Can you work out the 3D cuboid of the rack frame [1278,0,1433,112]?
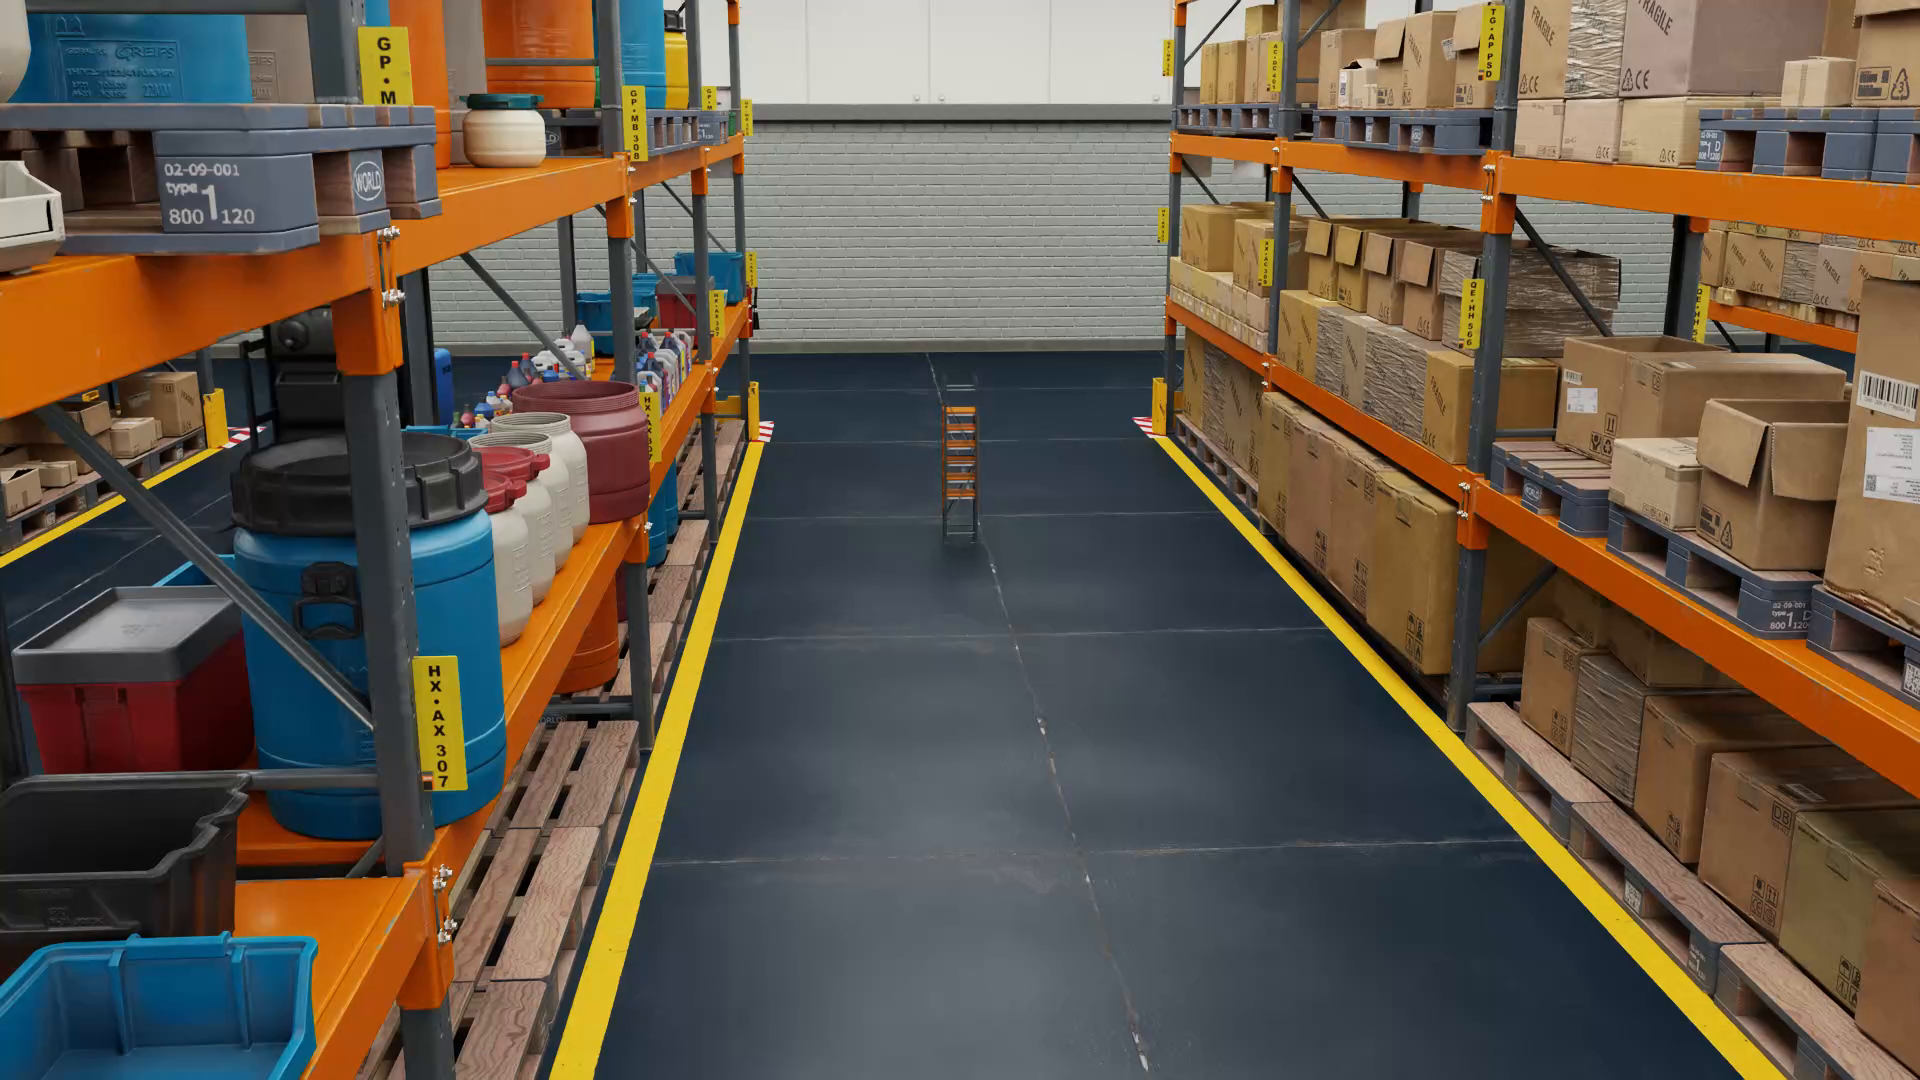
[{"bbox_3d":[2.706,-4.410,11.106,1.000,3.000,0.127,-1,14,-3],"label":"rack frame"}]

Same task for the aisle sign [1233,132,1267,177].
[{"bbox_3d":[2.753,-3.781,15.483,0.394,0.787,0.004,-1,14,-3],"label":"aisle sign"}]

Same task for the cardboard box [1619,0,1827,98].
[{"bbox_3d":[2.793,-1.881,6.092,0.500,0.500,0.500,-1,14,-5],"label":"cardboard box"}]

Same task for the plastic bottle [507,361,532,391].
[{"bbox_3d":[-2.479,-0.828,9.322,0.144,0.351,0.185,-1,14,-3],"label":"plastic bottle"}]

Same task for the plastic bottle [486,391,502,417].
[{"bbox_3d":[-2.467,-0.648,8.783,0.097,0.271,0.097,0,14,0],"label":"plastic bottle"}]

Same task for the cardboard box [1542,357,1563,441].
[{"bbox_3d":[3.196,-0.683,8.460,0.500,0.500,0.500,0,14,-2],"label":"cardboard box"}]

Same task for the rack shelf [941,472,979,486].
[{"bbox_3d":[0.001,-0.418,11.904,0.258,0.103,0.180,-1,14,-3],"label":"rack shelf"}]

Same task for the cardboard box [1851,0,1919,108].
[{"bbox_3d":[3.212,-1.573,5.052,0.797,0.503,0.637,0,14,-1],"label":"cardboard box"}]

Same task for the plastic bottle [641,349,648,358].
[{"bbox_3d":[-1.960,-1.050,10.344,0.097,0.271,0.097,0,14,0],"label":"plastic bottle"}]

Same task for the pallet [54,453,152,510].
[{"bbox_3d":[-7.301,-0.477,13.456,1.003,0.211,1.213,-1,14,-3],"label":"pallet"}]

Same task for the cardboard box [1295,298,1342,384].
[{"bbox_3d":[2.517,-1.309,10.895,0.500,0.500,0.500,-1,14,-3],"label":"cardboard box"}]

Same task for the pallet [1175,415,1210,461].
[{"bbox_3d":[2.586,-0.951,15.299,1.003,0.211,1.213,-1,14,-3],"label":"pallet"}]

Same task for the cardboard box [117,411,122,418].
[{"bbox_3d":[-7.746,-1.070,15.004,0.380,0.149,0.250,-1,14,-3],"label":"cardboard box"}]

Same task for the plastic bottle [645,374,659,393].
[{"bbox_3d":[-1.745,-0.800,9.373,0.097,0.271,0.097,0,14,0],"label":"plastic bottle"}]

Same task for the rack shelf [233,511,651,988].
[{"bbox_3d":[-1.865,0.413,5.846,1.077,0.370,4.000,-1,14,-3],"label":"rack shelf"}]

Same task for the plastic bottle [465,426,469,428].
[{"bbox_3d":[-2.429,-0.460,8.192,0.097,0.201,0.097,0,14,0],"label":"plastic bottle"}]

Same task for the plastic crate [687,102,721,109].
[{"bbox_3d":[-2.040,-3.130,12.416,0.497,0.269,0.590,-1,14,-3],"label":"plastic crate"}]

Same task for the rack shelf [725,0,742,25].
[{"bbox_3d":[-2.361,-4.288,12.881,1.077,0.370,4.000,-1,14,-3],"label":"rack shelf"}]

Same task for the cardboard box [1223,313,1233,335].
[{"bbox_3d":[2.296,-1.709,13.154,0.380,0.149,0.250,-1,14,-2],"label":"cardboard box"}]

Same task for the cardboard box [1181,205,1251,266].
[{"bbox_3d":[2.250,-2.686,14.644,0.500,0.500,0.500,-1,14,-5],"label":"cardboard box"}]

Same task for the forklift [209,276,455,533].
[{"bbox_3d":[-4.791,-1.635,12.498,1.130,2.935,3.031,0,14,0],"label":"forklift"}]

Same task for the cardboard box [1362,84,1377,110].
[{"bbox_3d":[2.649,-2.666,10.010,0.380,0.149,0.250,-1,15,-6],"label":"cardboard box"}]

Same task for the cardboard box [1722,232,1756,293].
[{"bbox_3d":[7.226,-2.494,14.904,0.500,0.500,0.500,-1,14,-3],"label":"cardboard box"}]

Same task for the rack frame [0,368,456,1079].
[{"bbox_3d":[-1.741,0.562,3.823,1.000,3.000,0.127,-1,14,-3],"label":"rack frame"}]

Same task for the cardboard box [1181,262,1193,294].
[{"bbox_3d":[2.258,-2.318,14.719,0.500,0.250,0.500,-1,14,-4],"label":"cardboard box"}]

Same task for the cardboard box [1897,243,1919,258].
[{"bbox_3d":[7.364,-2.345,12.317,0.500,0.500,0.500,-1,14,-5],"label":"cardboard box"}]

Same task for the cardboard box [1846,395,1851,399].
[{"bbox_3d":[7.777,-1.144,14.139,0.380,0.149,0.250,-1,14,-3],"label":"cardboard box"}]

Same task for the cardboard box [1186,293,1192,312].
[{"bbox_3d":[2.202,-2.092,14.640,0.380,0.149,0.250,-1,14,-4],"label":"cardboard box"}]

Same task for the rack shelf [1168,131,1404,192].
[{"bbox_3d":[2.582,-3.106,13.502,1.077,0.370,4.000,-1,14,-3],"label":"rack shelf"}]

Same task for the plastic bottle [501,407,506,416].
[{"bbox_3d":[-2.474,-0.638,8.886,0.097,0.201,0.097,0,14,0],"label":"plastic bottle"}]

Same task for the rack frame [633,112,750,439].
[{"bbox_3d":[-2.485,-2.423,15.422,1.000,3.000,0.127,-1,14,-3],"label":"rack frame"}]

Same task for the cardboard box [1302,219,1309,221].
[{"bbox_3d":[2.909,-2.185,12.696,0.500,0.500,0.500,-1,14,-3],"label":"cardboard box"}]

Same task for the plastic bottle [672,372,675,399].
[{"bbox_3d":[-1.793,-0.960,10.138,0.097,0.201,0.097,0,14,0],"label":"plastic bottle"}]

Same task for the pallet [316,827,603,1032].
[{"bbox_3d":[-1.907,1.413,6.109,1.003,0.211,1.213,-1,14,-3],"label":"pallet"}]

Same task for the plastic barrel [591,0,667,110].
[{"bbox_3d":[-1.979,-2.905,9.427,0.600,0.901,0.708,-1,14,-3],"label":"plastic barrel"}]

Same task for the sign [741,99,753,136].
[{"bbox_3d":[-1.937,-3.837,15.110,0.100,0.325,0.005,-1,14,-3],"label":"sign"}]

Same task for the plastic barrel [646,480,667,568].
[{"bbox_3d":[-2.177,-0.303,10.554,0.600,0.901,0.708,-1,14,-3],"label":"plastic barrel"}]

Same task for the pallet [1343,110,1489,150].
[{"bbox_3d":[2.789,-2.308,9.336,1.003,0.211,1.213,0,14,-1],"label":"pallet"}]

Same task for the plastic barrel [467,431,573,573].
[{"bbox_3d":[-1.686,-0.130,6.287,0.421,0.512,0.421,0,14,0],"label":"plastic barrel"}]

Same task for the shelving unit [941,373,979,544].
[{"bbox_3d":[0.001,-0.577,11.863,0.258,1.200,0.189,-1,14,-3],"label":"shelving unit"}]

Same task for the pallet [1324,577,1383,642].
[{"bbox_3d":[2.908,0.341,10.277,1.003,0.211,1.213,-1,14,-3],"label":"pallet"}]

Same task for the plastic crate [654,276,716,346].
[{"bbox_3d":[-2.042,-1.714,12.419,0.402,0.464,0.583,-1,14,-3],"label":"plastic crate"}]

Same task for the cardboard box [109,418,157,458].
[{"bbox_3d":[-7.121,-0.860,13.986,0.500,0.250,0.500,-1,14,-3],"label":"cardboard box"}]

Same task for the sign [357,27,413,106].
[{"bbox_3d":[-1.192,-0.901,3.471,0.100,0.325,0.005,-1,14,-3],"label":"sign"}]

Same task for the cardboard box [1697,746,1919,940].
[{"bbox_3d":[3.140,1.072,5.975,0.700,0.500,0.500,-2,15,-8],"label":"cardboard box"}]

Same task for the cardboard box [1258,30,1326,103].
[{"bbox_3d":[2.598,-3.451,12.155,0.700,0.500,0.500,-2,15,-7],"label":"cardboard box"}]

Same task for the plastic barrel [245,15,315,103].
[{"bbox_3d":[-2.030,-1.419,4.498,0.600,0.901,0.600,0,14,0],"label":"plastic barrel"}]

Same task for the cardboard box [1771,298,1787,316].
[{"bbox_3d":[7.261,-2.021,14.365,0.380,0.149,0.250,-1,14,-5],"label":"cardboard box"}]

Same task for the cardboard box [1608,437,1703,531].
[{"bbox_3d":[2.828,-0.220,6.319,0.500,0.250,0.500,-1,14,-5],"label":"cardboard box"}]

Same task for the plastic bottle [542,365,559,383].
[{"bbox_3d":[-2.381,-0.881,9.689,0.097,0.271,0.097,0,14,0],"label":"plastic bottle"}]

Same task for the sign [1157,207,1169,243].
[{"bbox_3d":[1.904,-2.950,15.574,0.100,0.325,0.005,-1,14,-3],"label":"sign"}]

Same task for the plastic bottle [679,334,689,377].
[{"bbox_3d":[-1.830,-1.221,10.988,0.061,0.283,0.133,-1,14,-3],"label":"plastic bottle"}]

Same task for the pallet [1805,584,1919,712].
[{"bbox_3d":[3.300,0.386,4.892,1.003,0.211,1.213,-1,14,-3],"label":"pallet"}]

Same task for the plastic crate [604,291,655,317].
[{"bbox_3d":[-2.698,-1.902,13.615,0.416,0.233,0.300,-1,14,-3],"label":"plastic crate"}]

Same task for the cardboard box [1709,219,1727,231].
[{"bbox_3d":[7.178,-3.111,15.295,0.500,0.500,0.500,-1,14,-4],"label":"cardboard box"}]

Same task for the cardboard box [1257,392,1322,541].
[{"bbox_3d":[2.766,-0.520,11.448,1.225,0.875,0.875,-1,14,-3],"label":"cardboard box"}]
